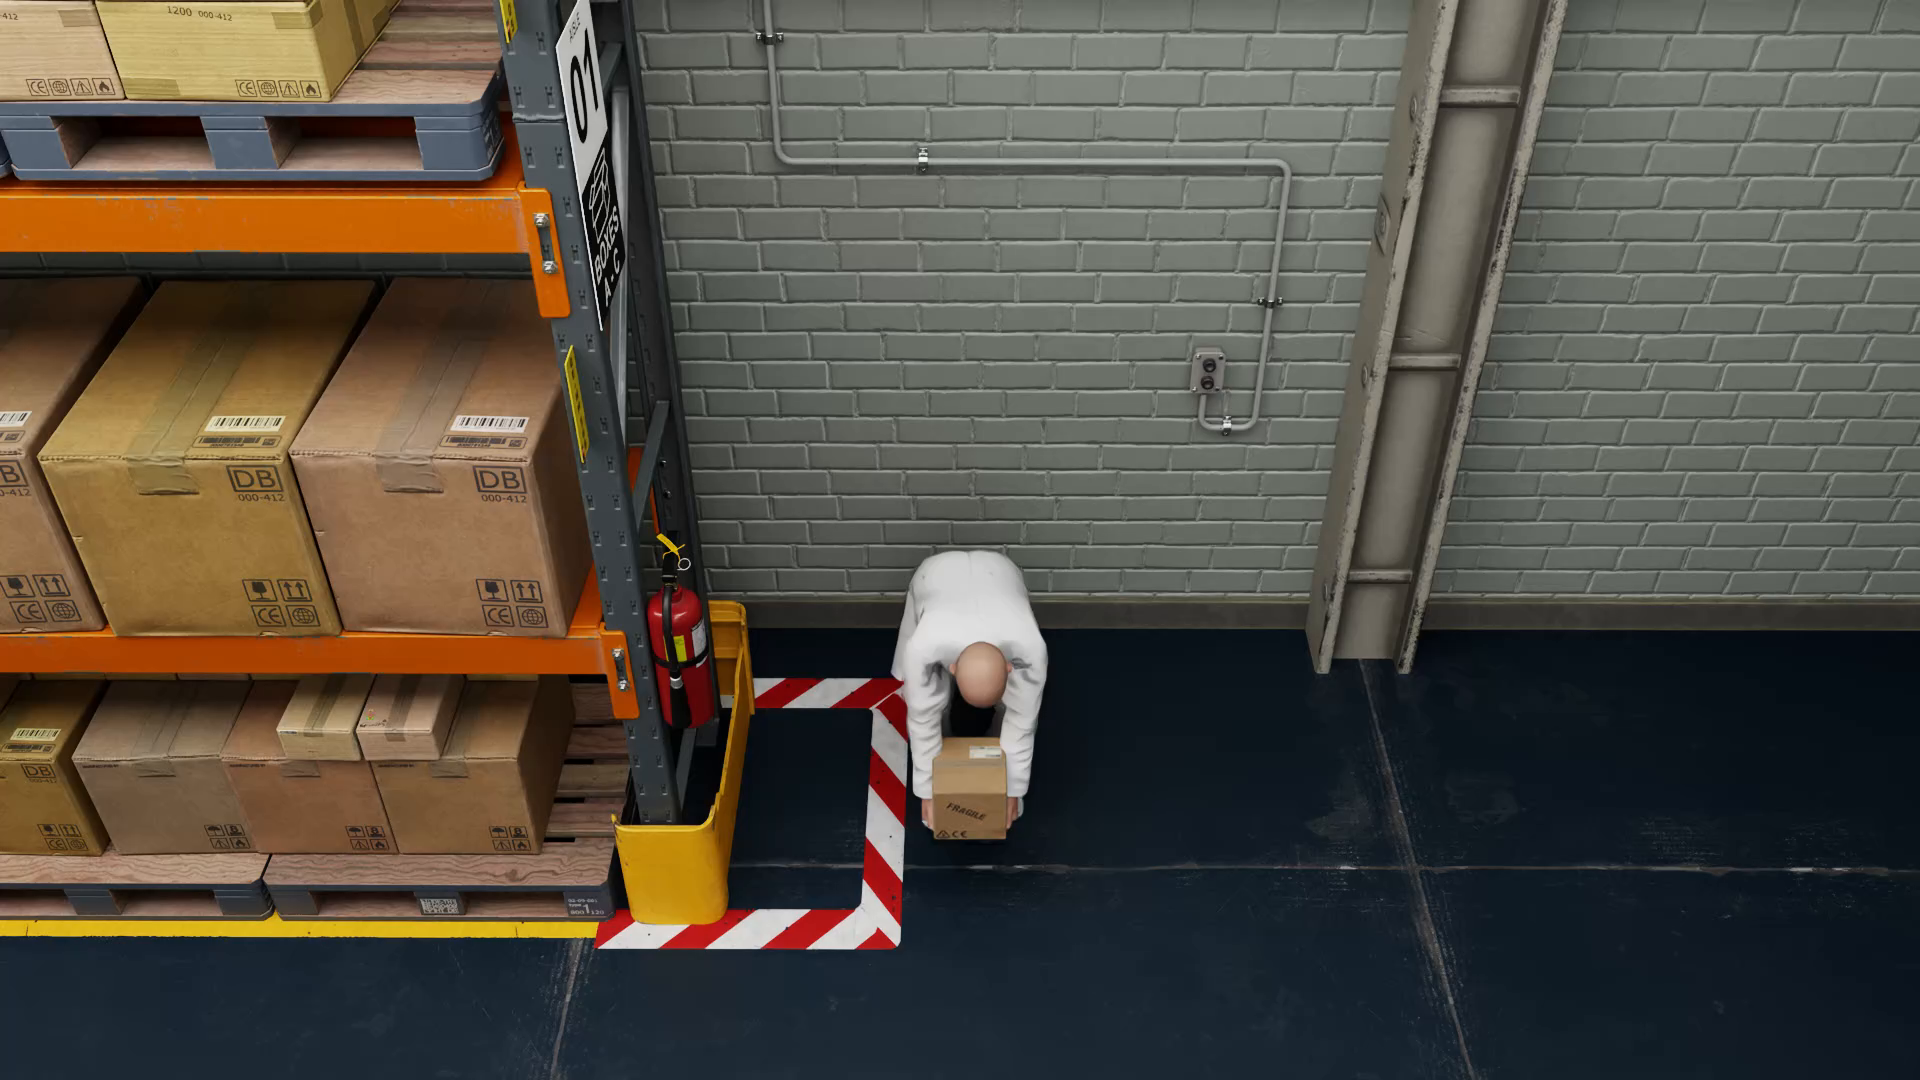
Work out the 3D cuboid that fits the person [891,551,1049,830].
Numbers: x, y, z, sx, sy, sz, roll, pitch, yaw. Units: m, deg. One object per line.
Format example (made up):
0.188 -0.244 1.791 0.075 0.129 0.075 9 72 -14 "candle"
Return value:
0.044 0.610 5.873 0.572 1.201 0.923 -2 39 -2 "person"
